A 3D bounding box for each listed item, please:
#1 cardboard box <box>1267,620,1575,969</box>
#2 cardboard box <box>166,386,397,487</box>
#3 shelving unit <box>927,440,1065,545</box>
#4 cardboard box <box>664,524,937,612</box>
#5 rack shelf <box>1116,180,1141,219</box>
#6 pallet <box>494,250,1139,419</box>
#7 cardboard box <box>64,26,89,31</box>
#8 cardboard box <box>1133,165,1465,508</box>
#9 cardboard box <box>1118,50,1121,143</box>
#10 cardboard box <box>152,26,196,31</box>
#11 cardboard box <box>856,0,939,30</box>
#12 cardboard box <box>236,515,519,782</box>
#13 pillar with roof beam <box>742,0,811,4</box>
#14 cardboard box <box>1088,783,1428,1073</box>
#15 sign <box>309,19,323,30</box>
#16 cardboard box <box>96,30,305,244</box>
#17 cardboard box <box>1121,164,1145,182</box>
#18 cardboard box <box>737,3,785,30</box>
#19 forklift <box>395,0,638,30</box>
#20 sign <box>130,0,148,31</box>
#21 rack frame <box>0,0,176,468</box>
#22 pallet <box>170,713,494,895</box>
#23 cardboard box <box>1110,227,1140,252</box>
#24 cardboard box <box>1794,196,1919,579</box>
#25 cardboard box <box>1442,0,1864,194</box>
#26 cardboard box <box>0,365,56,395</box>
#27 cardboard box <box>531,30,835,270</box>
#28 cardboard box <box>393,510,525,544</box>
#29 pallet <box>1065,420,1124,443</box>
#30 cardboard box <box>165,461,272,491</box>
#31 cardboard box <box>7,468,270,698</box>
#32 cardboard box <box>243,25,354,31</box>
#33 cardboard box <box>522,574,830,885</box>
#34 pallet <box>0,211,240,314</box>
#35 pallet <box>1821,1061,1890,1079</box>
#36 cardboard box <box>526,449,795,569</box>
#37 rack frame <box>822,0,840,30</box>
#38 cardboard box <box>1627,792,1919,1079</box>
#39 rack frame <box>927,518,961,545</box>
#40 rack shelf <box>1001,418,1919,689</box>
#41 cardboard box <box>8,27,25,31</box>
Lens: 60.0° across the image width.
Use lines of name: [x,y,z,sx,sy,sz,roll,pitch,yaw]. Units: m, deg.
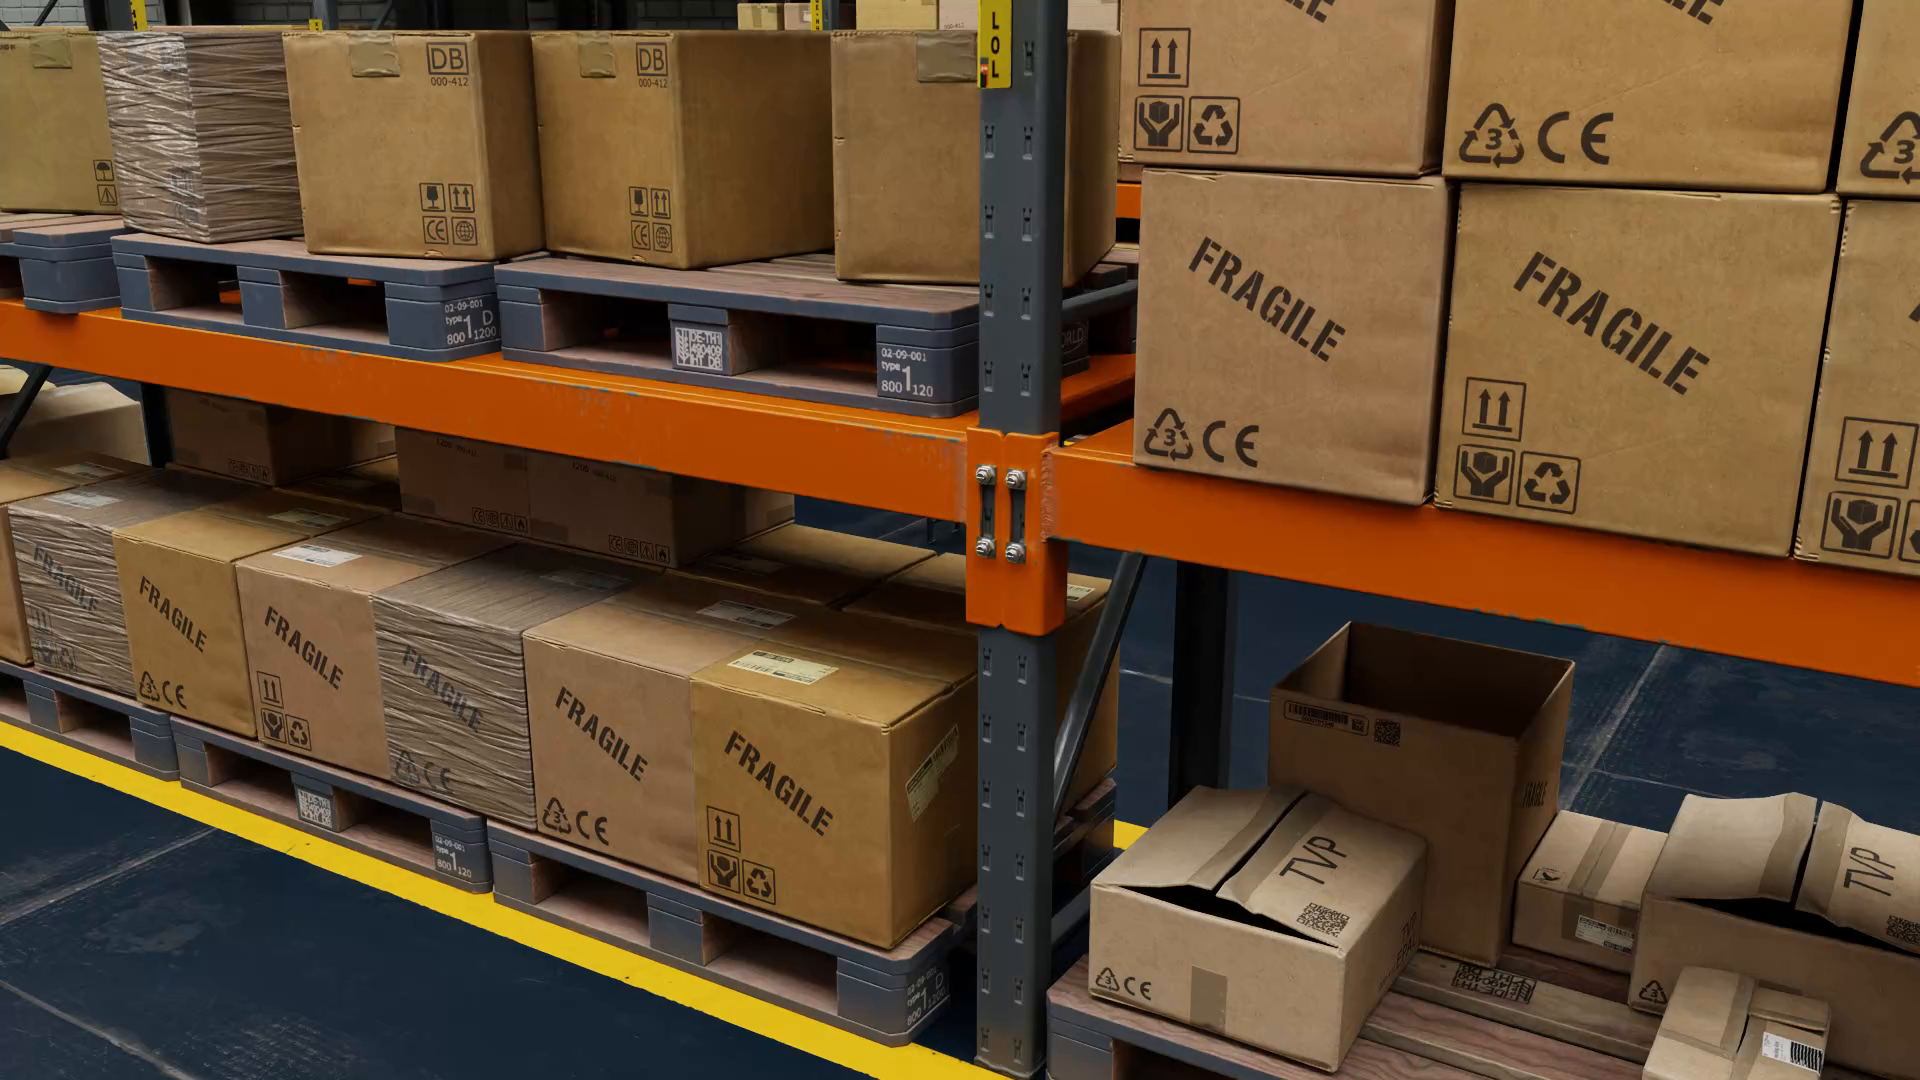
cardboard box: [0.978,0.518,3.560,0.500,0.500,0.500,10,20,30]
cardboard box: [-2.094,-0.374,5.206,0.500,0.250,0.500,11,20,32]
shelving unit: [0.141,-0.549,6.624,0.503,1.200,0.258,10,20,30]
cardboard box: [-0.401,0.289,4.312,0.500,0.500,0.500,10,20,31]
rack shelf: [1.229,-1.672,8.461,4.000,0.370,1.077,10,20,30]
pallet: [-0.280,-0.541,3.831,1.213,0.211,1.003,10,20,30]
cardboard box: [-6.190,-3.529,12.270,0.500,0.500,0.500,9,19,28]
cardboard box: [0.636,-0.387,2.822,0.500,0.500,0.500,11,20,31]
cardboard box: [0.669,-2.225,8.326,0.500,0.500,0.500,10,20,30]
cardboard box: [-5.300,-3.374,11.762,0.500,0.500,0.500,9,19,28]
cardboard box: [-0.199,-2.741,8.736,0.500,0.250,0.500,11,20,31]
cardboard box: [-1.505,0.267,4.386,0.500,0.500,0.500,9,19,28]
pillar with roof beam: [-3.383,-4.536,6.332,0.400,9.000,9.100,10,20,30]
cardboard box: [0.589,0.709,3.254,0.500,0.311,0.500,10,20,30]
sign: [-4.161,-3.207,10.789,0.005,0.325,0.100,10,20,30]
cardboard box: [-1.789,-1.087,4.404,0.500,0.500,0.700,15,22,40]
cardboard box: [0.997,-1.871,8.279,0.250,0.149,0.380,10,20,30]
cardboard box: [-1.067,-2.979,9.483,0.250,0.149,0.380,7,18,21]
forklift: [-2.255,-1.743,7.577,3.031,2.935,1.130,9,19,26]
sign: [-2.789,-1.745,5.608,0.005,0.325,0.100,10,20,30]
rack frame: [-3.064,-1.093,5.317,0.127,3.000,1.000,10,20,30]
pallet: [-1.413,0.550,4.706,1.213,0.211,1.003,10,20,30]
cardboard box: [0.826,-1.213,8.690,0.750,0.750,0.750,10,20,30]
cardboard box: [1.499,-0.233,2.316,0.500,0.500,0.500,10,20,30]
cardboard box: [1.038,-0.791,2.431,0.500,0.500,0.500,9,19,28]
cardboard box: [-3.809,-0.476,6.332,0.500,0.311,0.500,10,19,29]
cardboard box: [-0.562,-0.949,3.951,0.500,0.500,0.700,14,22,39]
cardboard box: [-1.253,0.134,4.822,0.500,0.500,0.500,9,19,28]
pallet: [1.193,-0.661,8.695,1.213,0.211,1.003,10,20,30]
cardboard box: [-2.145,-0.023,5.340,0.500,0.500,0.500,11,20,32]
cardboard box: [-2.377,0.111,4.898,0.500,0.500,0.500,9,19,28]
cardboard box: [-4.448,-3.220,11.255,0.500,0.500,0.500,10,20,30]
cardboard box: [-0.643,0.420,3.881,0.500,0.500,0.500,10,20,30]
pallet: [-2.450,-0.915,5.063,1.003,0.211,1.213,10,20,30]
pallet: [1.972,1.140,2.765,1.213,0.211,1.003,10,20,30]
cardboard box: [-0.793,-0.143,4.446,0.500,0.250,0.500,10,20,30]
rack frame: [-0.475,-2.320,9.358,0.127,3.000,1.000,10,20,30]
cardboard box: [1.617,0.722,3.211,0.500,0.311,0.500,10,20,30]
rack frame: [-0.067,-0.586,6.746,0.015,1.200,0.240,10,20,30]
rack shelf: [2.048,0.164,2.417,4.000,0.370,1.077,10,20,30]
cardboard box: [-7.043,-3.686,12.790,0.500,0.500,0.500,10,20,30]
